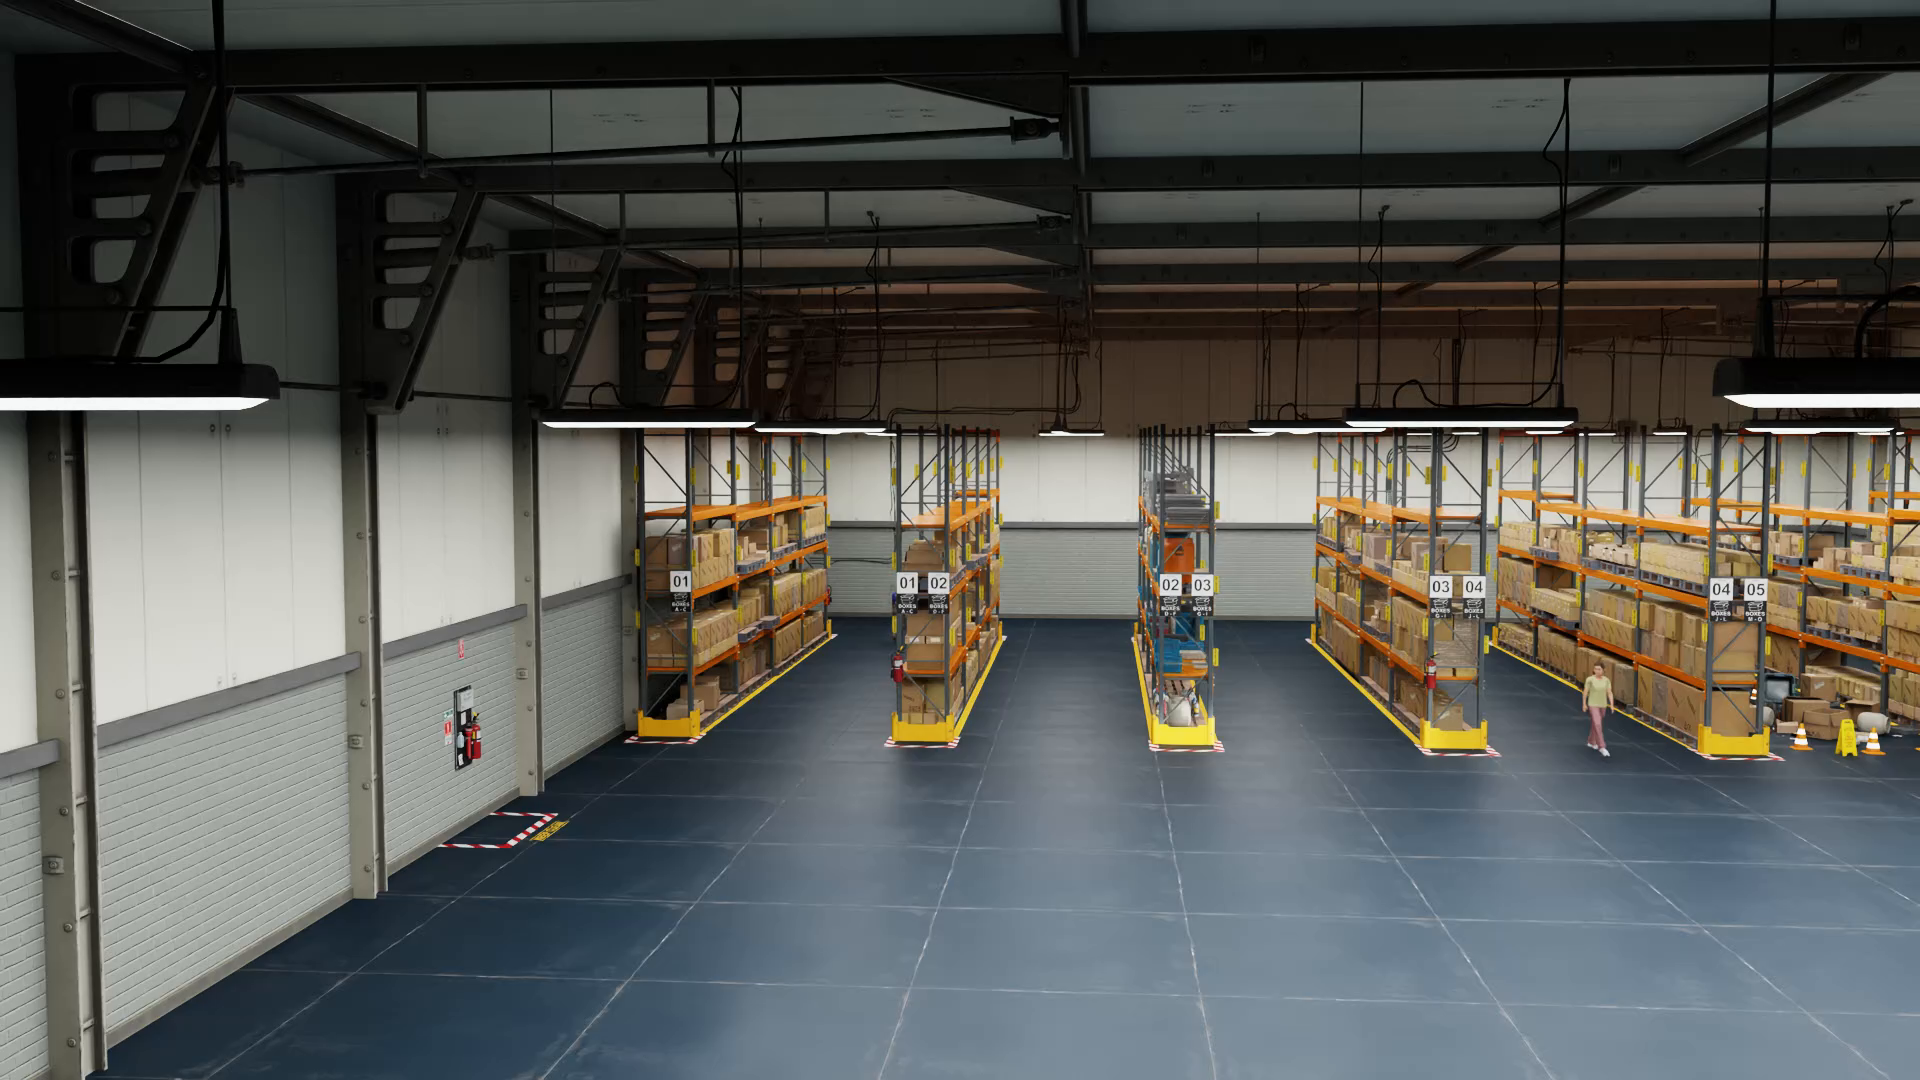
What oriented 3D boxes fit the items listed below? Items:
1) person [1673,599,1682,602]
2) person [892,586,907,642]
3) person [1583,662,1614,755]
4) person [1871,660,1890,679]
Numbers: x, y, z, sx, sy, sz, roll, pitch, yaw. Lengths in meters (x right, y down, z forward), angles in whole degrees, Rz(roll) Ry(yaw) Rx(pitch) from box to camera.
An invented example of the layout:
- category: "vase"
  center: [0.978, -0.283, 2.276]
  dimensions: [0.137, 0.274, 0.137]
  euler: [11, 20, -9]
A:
- category: "person"
  center: [18.587, 2.215, 43.054]
  dimensions: [0.610, 1.789, 0.485]
  euler: [-2, 4, -24]
- category: "person"
  center: [-1.774, 2.052, 46.859]
  dimensions: [0.459, 1.644, 0.491]
  euler: [-2, 4, -33]
- category: "person"
  center: [11.644, 3.036, 30.253]
  dimensions: [0.472, 1.637, 0.888]
  euler: [0, 3, -5]
- category: "person"
  center: [21.427, 2.595, 38.647]
  dimensions: [0.484, 1.564, 0.623]
  euler: [-1, 4, -12]
